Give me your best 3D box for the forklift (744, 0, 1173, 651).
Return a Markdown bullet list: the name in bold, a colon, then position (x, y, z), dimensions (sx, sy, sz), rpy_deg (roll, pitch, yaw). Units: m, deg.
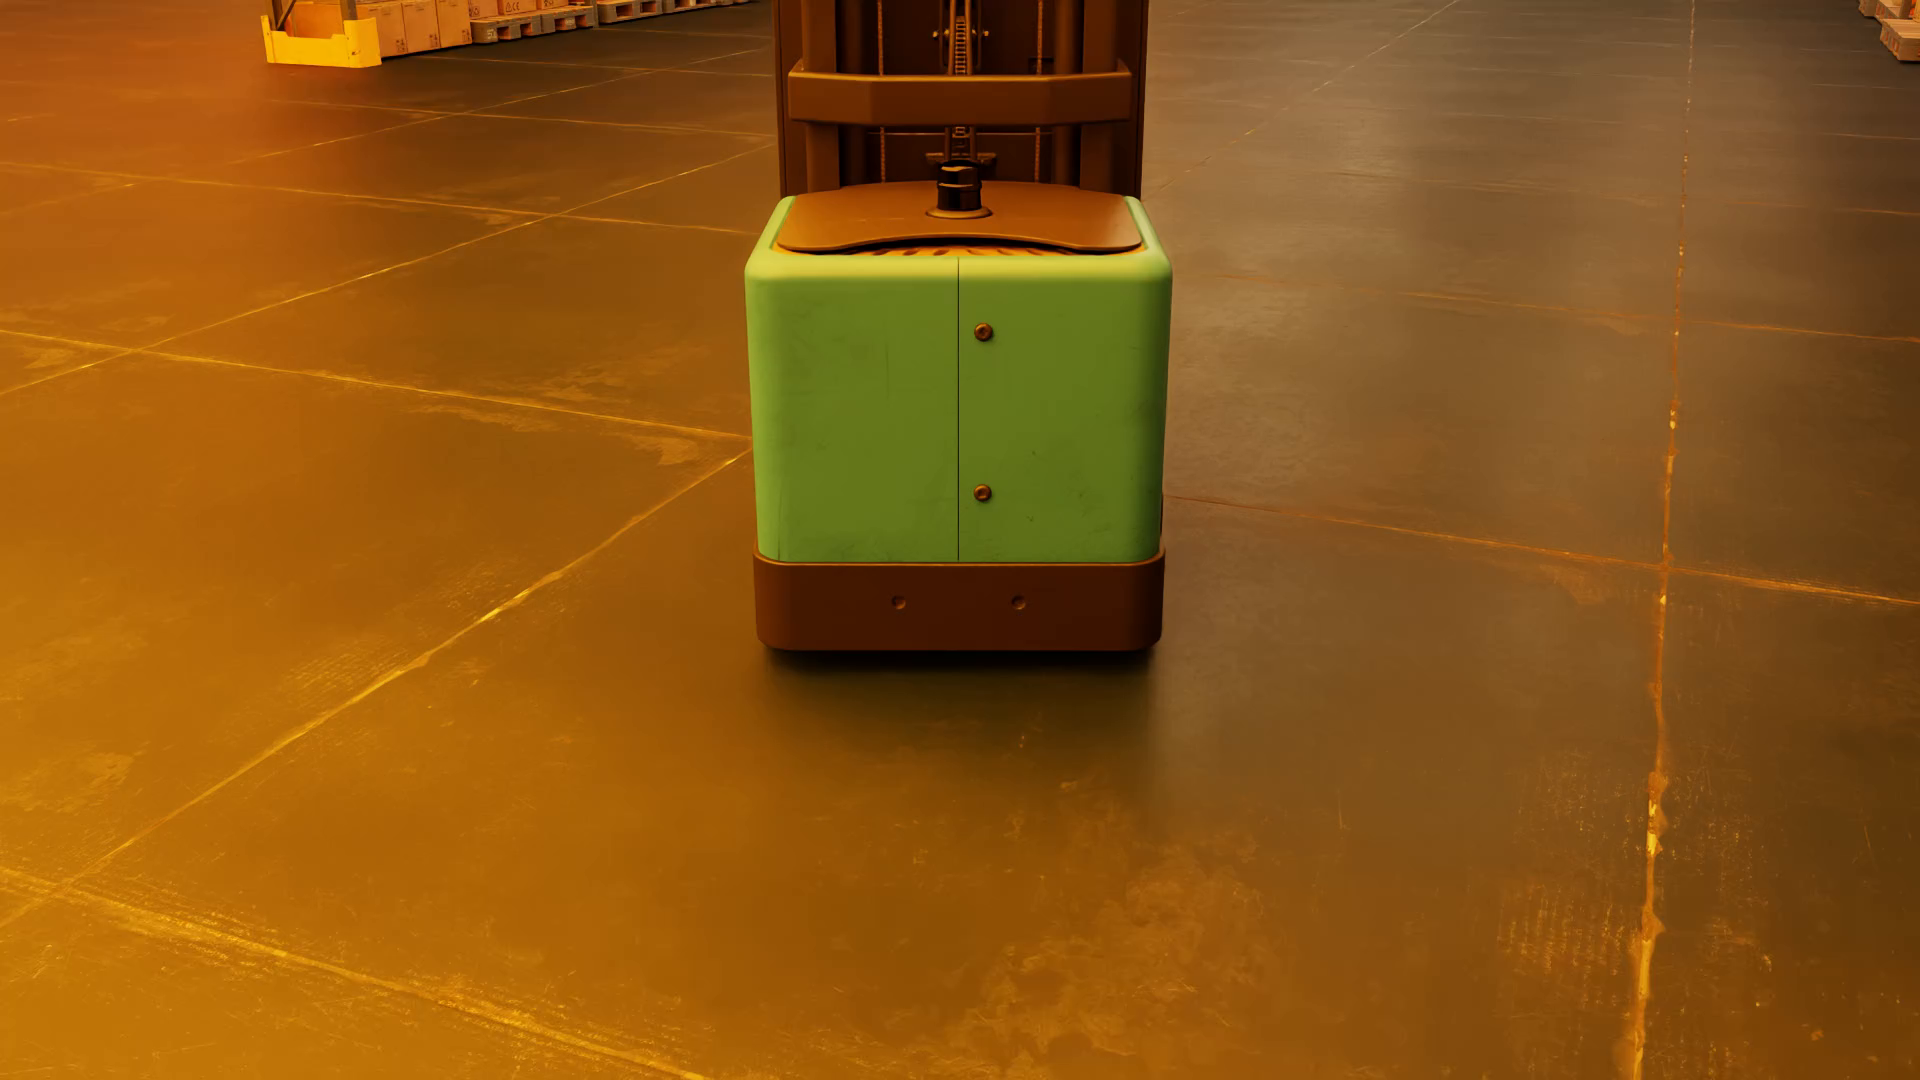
- **forklift**: position (0.002, -1.587, 5.089), dimensions (1.130, 2.935, 3.031), rpy_deg (0, 23, 0)
